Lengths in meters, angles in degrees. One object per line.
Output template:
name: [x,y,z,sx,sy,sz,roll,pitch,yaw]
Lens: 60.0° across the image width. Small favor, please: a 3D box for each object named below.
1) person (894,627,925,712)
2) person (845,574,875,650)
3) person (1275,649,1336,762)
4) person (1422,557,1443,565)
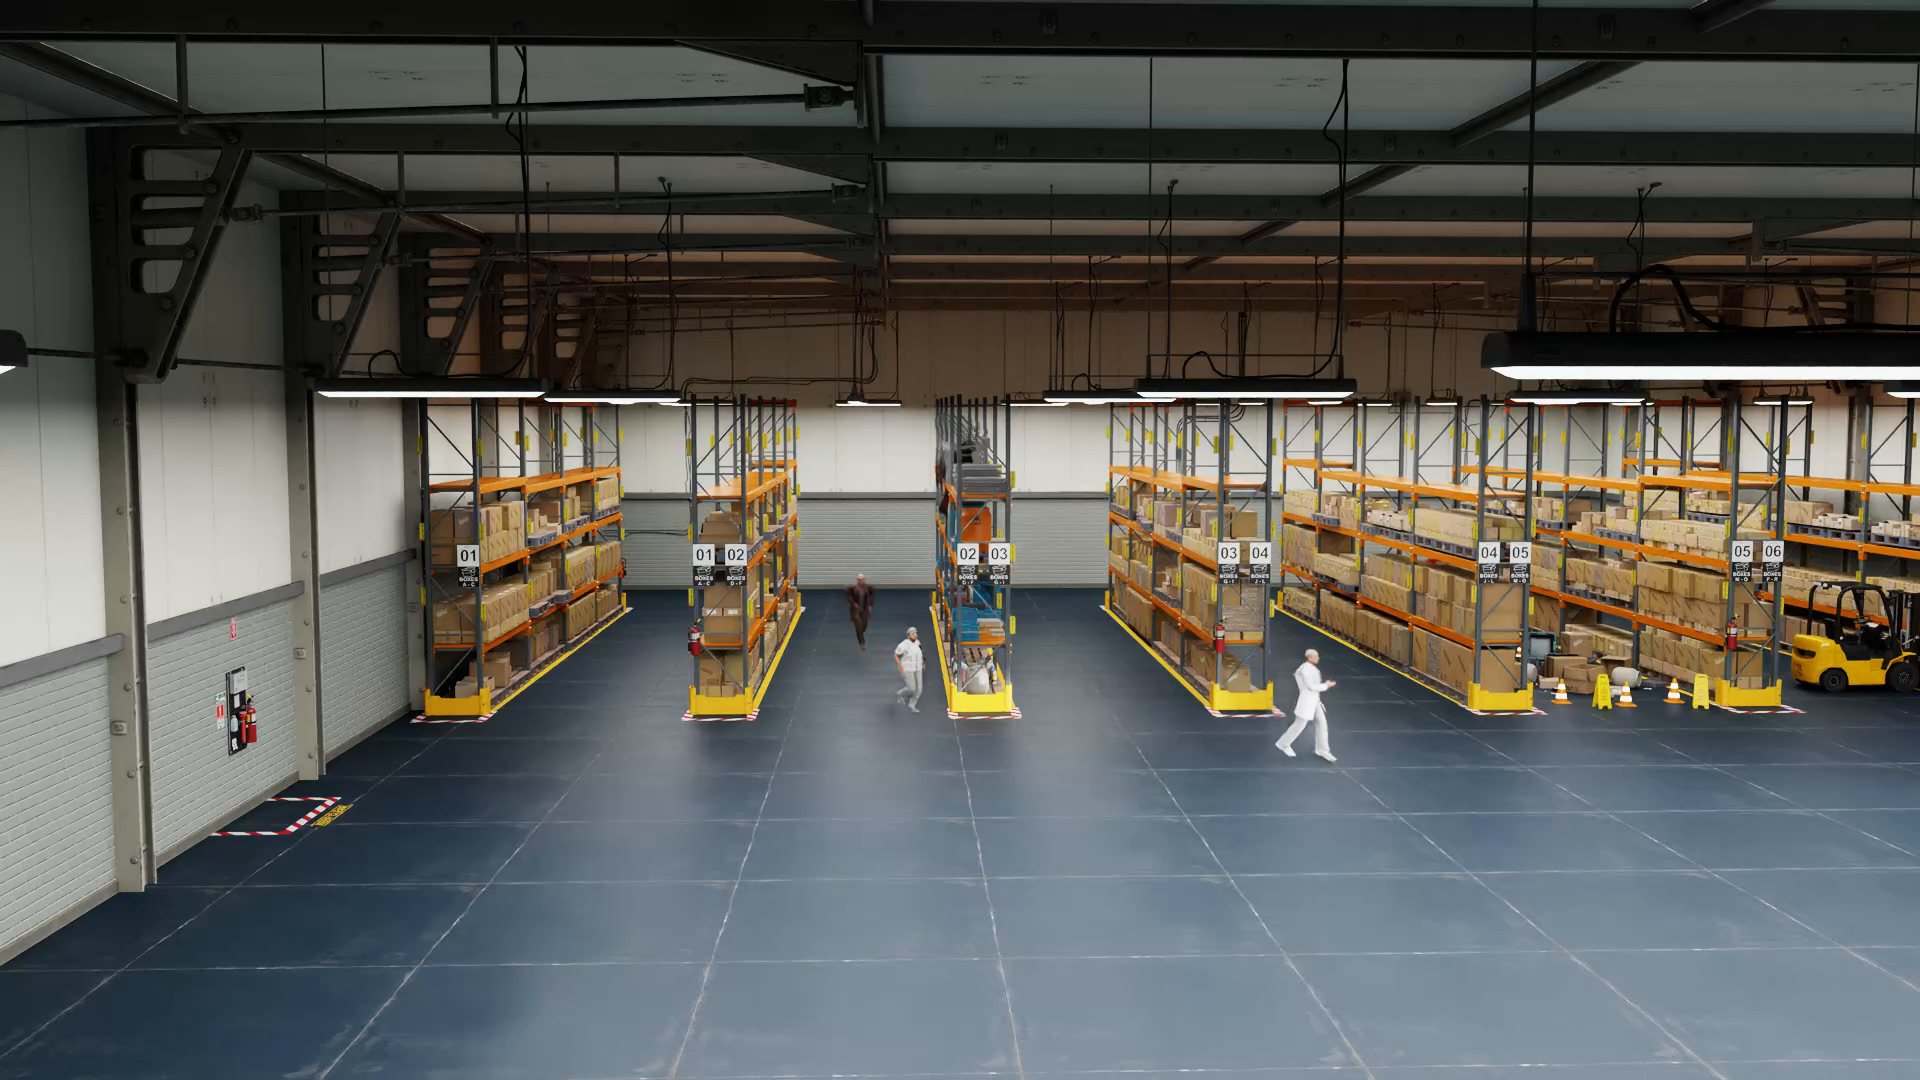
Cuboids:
person: [-0.921,2.453,31.429,0.621,1.615,0.563,-3,6,-35]
person: [-2.282,1.711,37.842,0.704,1.538,0.798,-1,5,-9]
person: [5.647,2.682,27.103,0.977,1.822,0.676,2,5,24]
person: [14.056,0.998,49.302,0.851,1.771,0.670,0,5,6]
